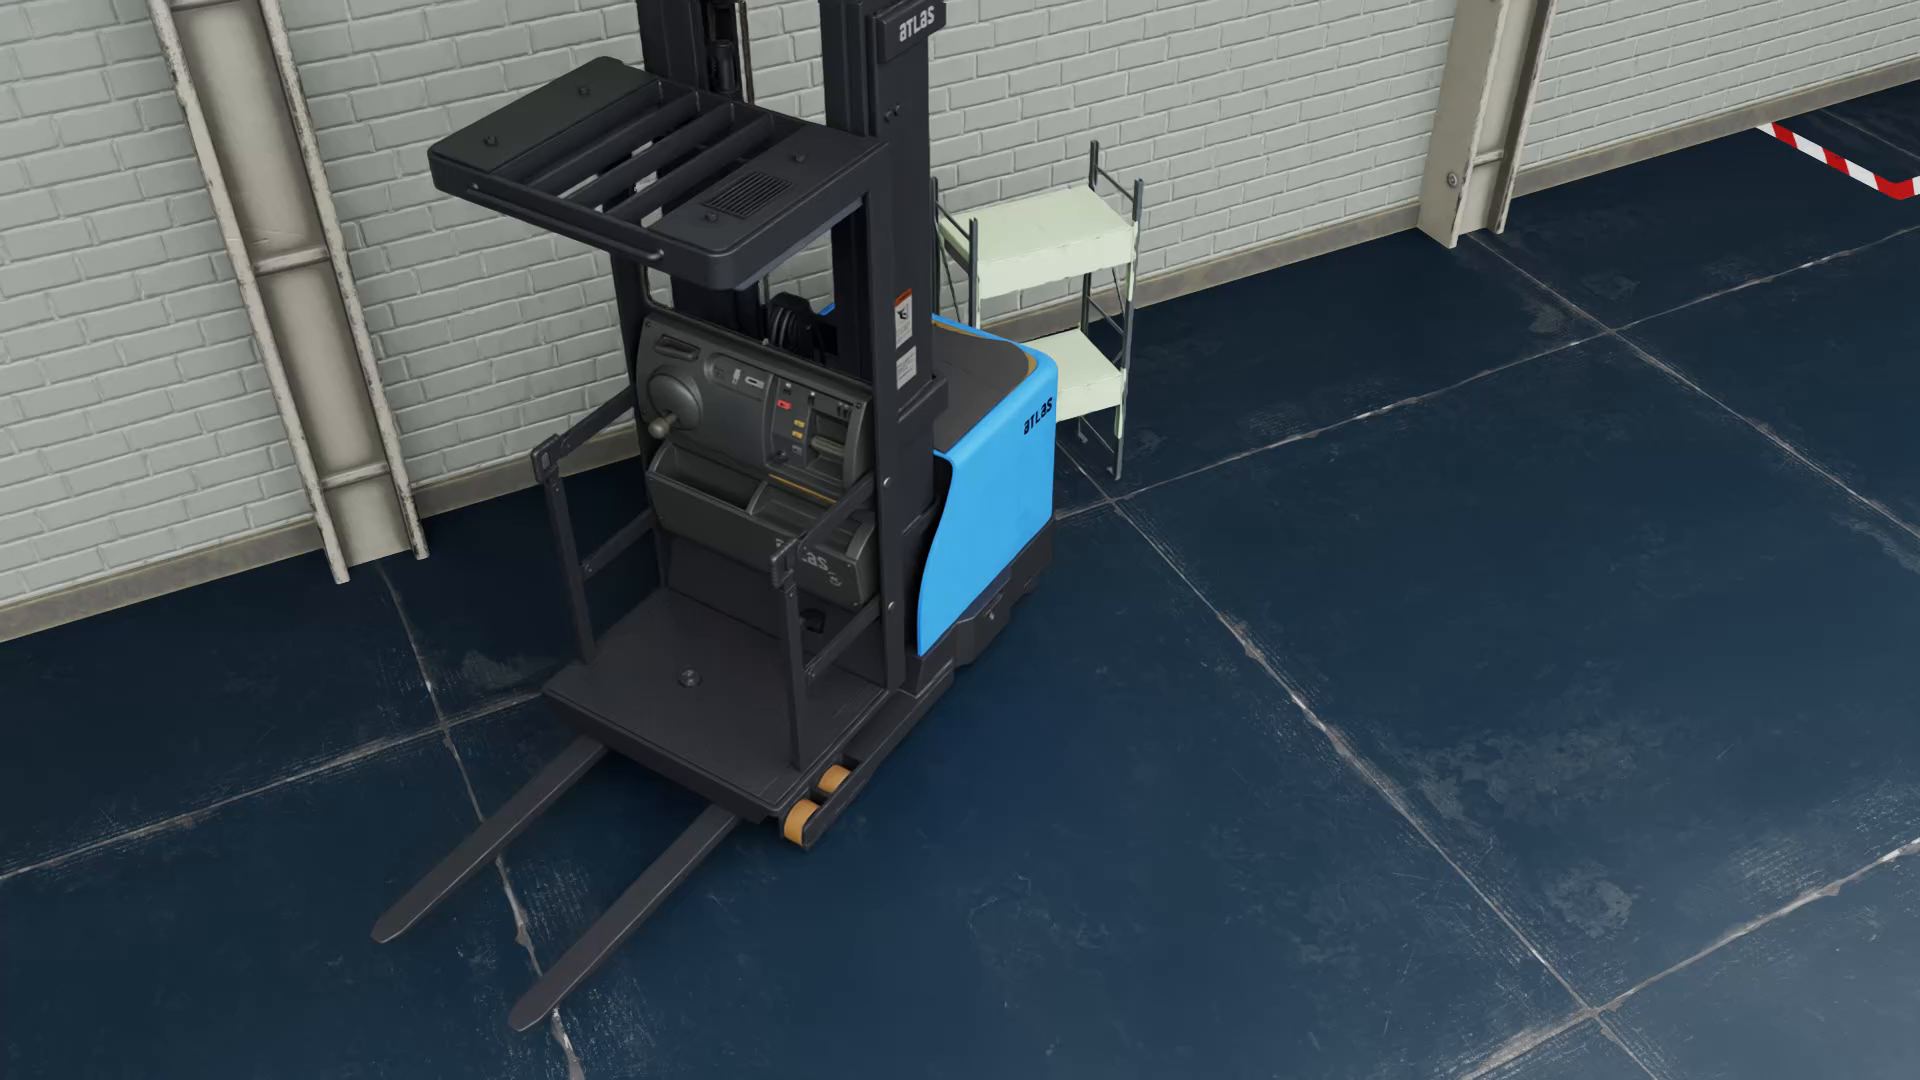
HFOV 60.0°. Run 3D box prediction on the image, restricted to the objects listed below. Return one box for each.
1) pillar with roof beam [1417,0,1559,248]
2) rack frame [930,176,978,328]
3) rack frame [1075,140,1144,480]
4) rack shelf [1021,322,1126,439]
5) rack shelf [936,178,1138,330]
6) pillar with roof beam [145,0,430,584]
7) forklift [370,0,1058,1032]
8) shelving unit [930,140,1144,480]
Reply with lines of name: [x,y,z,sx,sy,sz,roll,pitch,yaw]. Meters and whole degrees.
pillar with roof beam: [4.780,-2.717,3.495,0.400,9.000,9.100,-19,44,-21]
rack frame: [-0.025,-0.765,6.993,0.023,1.500,0.400,-17,43,-19]
rack frame: [0.636,-0.967,7.231,0.023,1.500,0.400,-17,43,-19]
rack shelf: [0.306,-0.617,7.323,0.720,0.370,0.431,-17,43,-19]
rack shelf: [0.306,-1.164,6.860,0.720,0.370,0.431,-17,43,-19]
pillar with roof beam: [-0.541,-0.926,1.379,0.400,9.000,9.100,-19,44,-21]
forklift: [-0.820,-0.374,5.423,1.130,2.935,3.031,22,45,24]
shelving unit: [0.306,-0.866,7.112,0.755,1.500,0.431,-17,43,-19]
